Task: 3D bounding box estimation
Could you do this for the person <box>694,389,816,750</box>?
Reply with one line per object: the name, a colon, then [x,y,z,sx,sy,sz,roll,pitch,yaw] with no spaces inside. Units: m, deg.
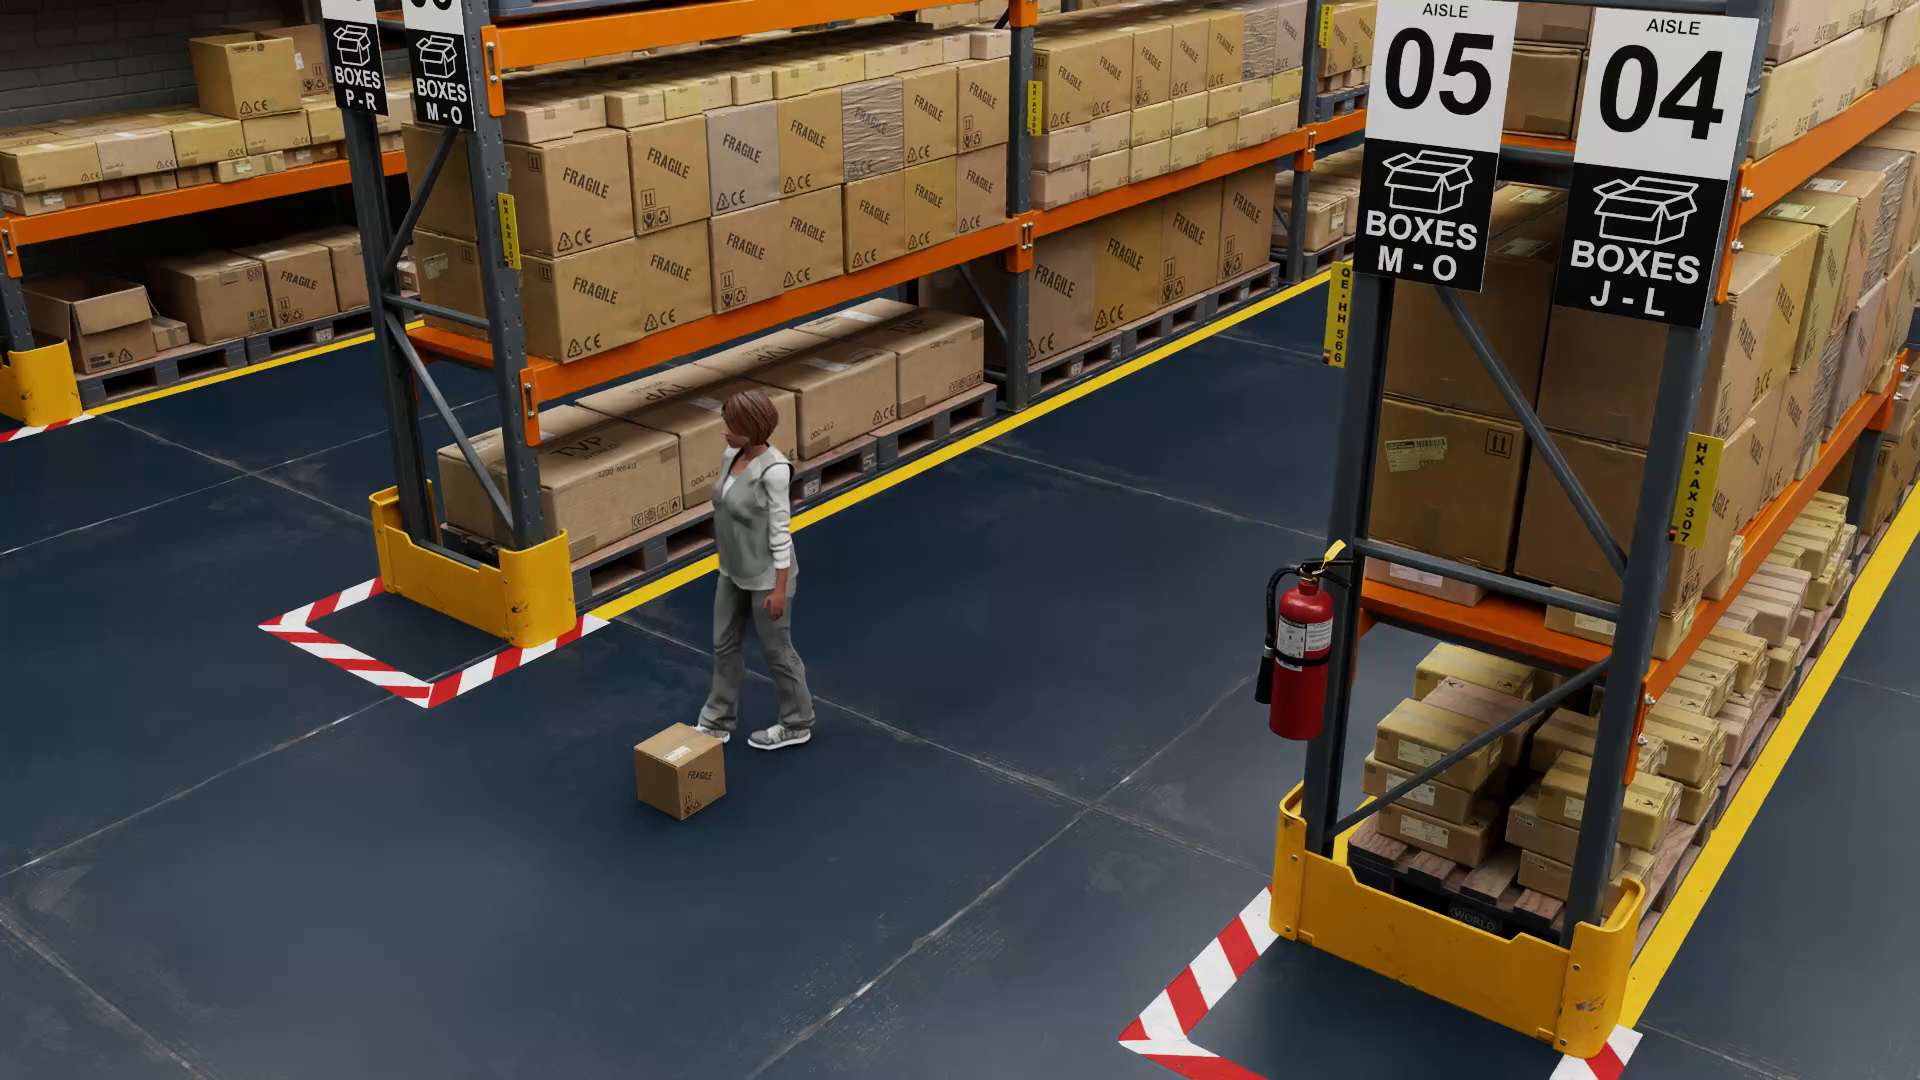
person: [-0.896,0.166,6.726,0.583,1.592,0.421,-17,29,-34]
